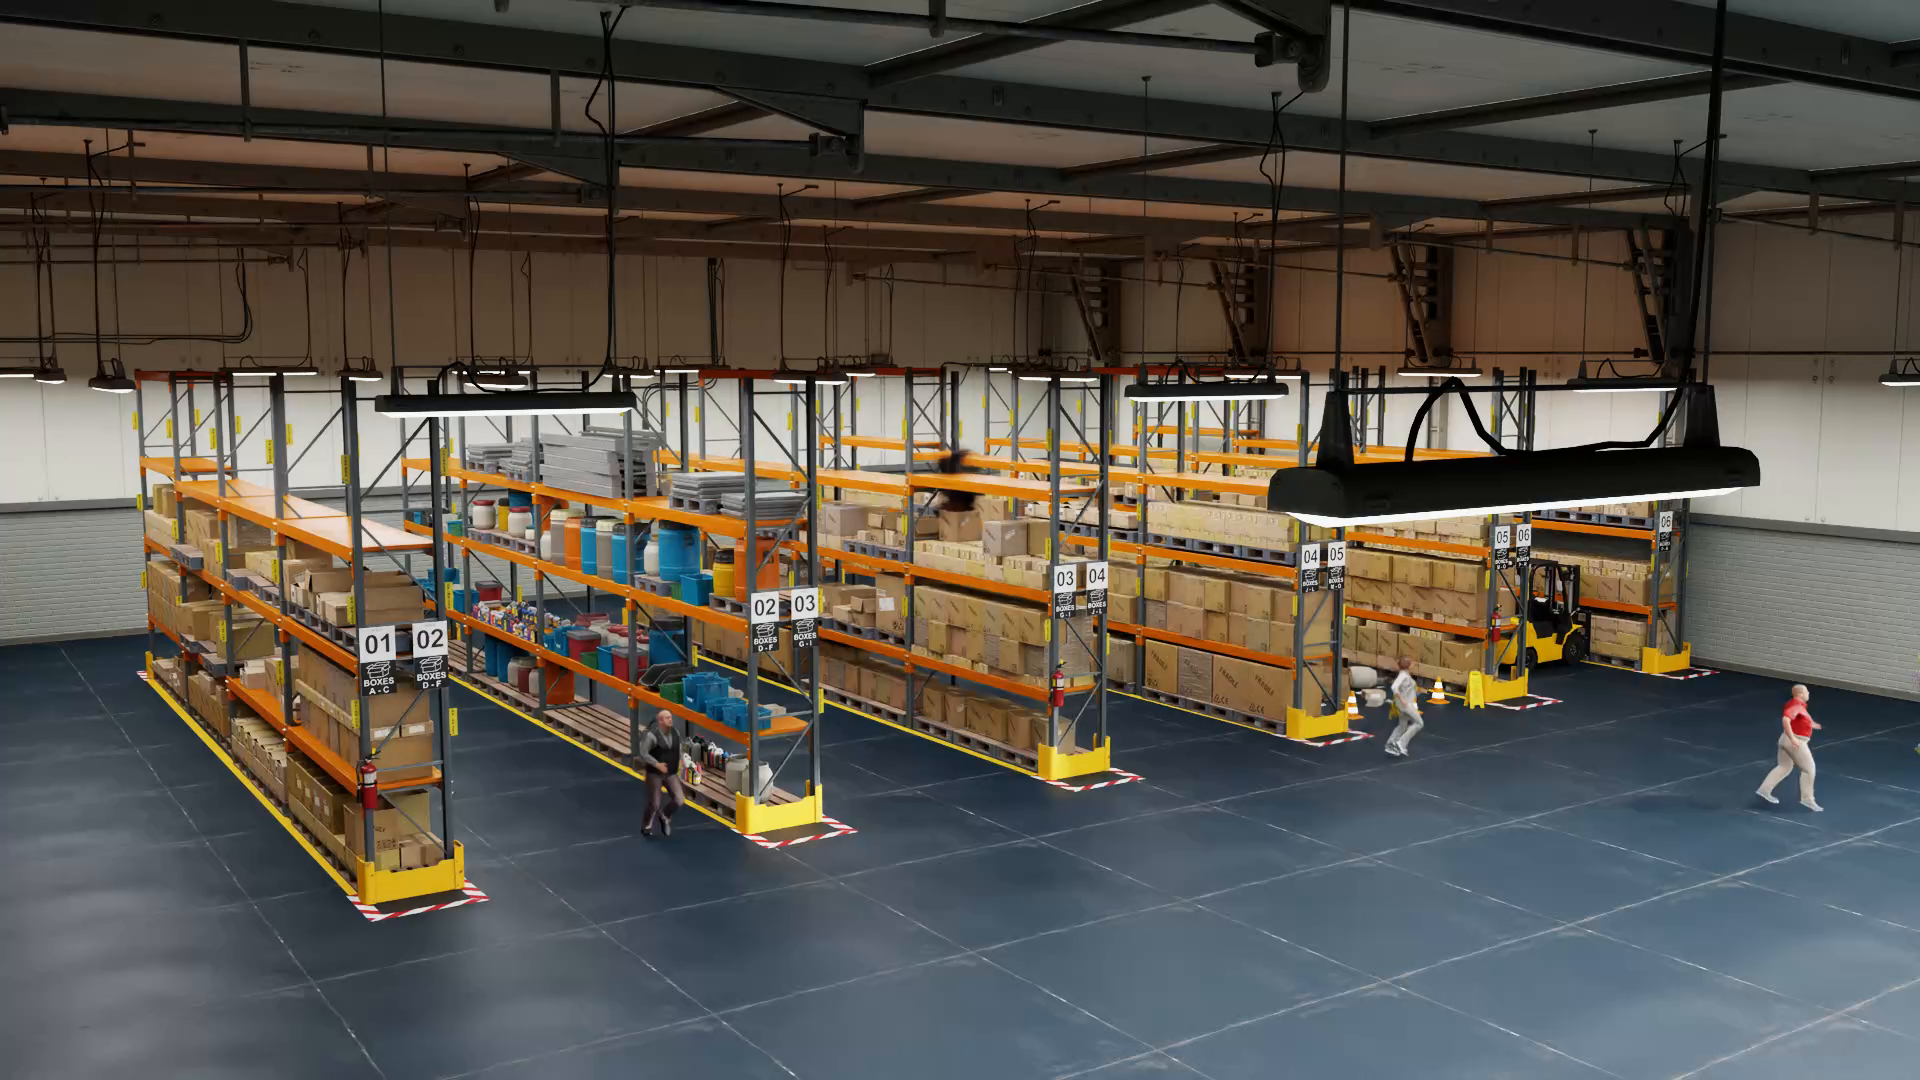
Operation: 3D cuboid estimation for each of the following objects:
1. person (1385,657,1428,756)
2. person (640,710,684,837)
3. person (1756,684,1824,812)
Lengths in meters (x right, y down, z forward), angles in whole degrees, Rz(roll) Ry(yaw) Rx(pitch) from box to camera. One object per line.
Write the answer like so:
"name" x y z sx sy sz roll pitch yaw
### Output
"person" 6.994 2.600 26.027 0.637 1.566 0.509 1 7 8
"person" -3.840 3.050 21.692 0.714 1.684 0.621 -5 8 -39
"person" 11.562 2.878 23.117 0.852 1.768 0.650 1 6 5
